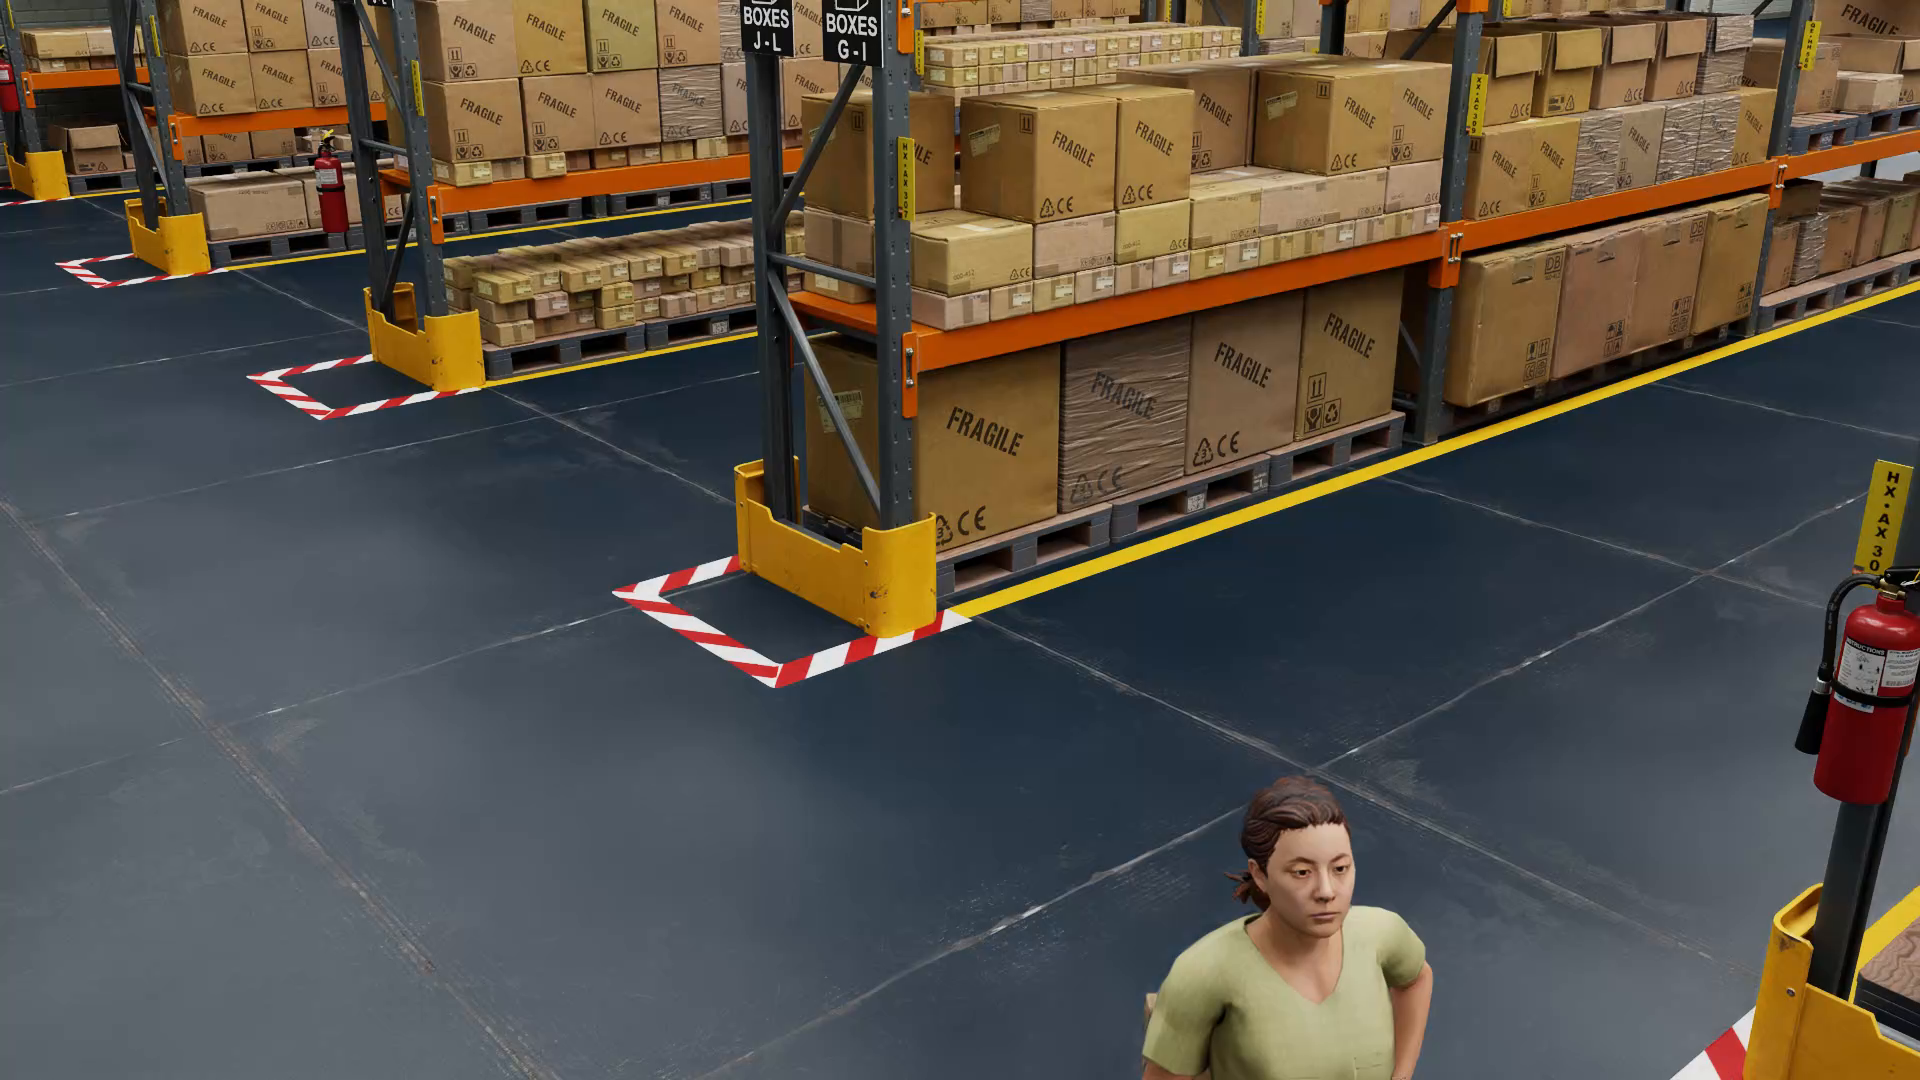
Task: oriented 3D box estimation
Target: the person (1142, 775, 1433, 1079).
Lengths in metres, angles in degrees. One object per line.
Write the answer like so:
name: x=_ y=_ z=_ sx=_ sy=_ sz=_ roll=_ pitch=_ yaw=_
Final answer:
person: x=0.593 y=1.235 z=2.896 sx=0.590 sy=1.687 sz=0.643 roll=-2 pitch=21 yaw=-4
